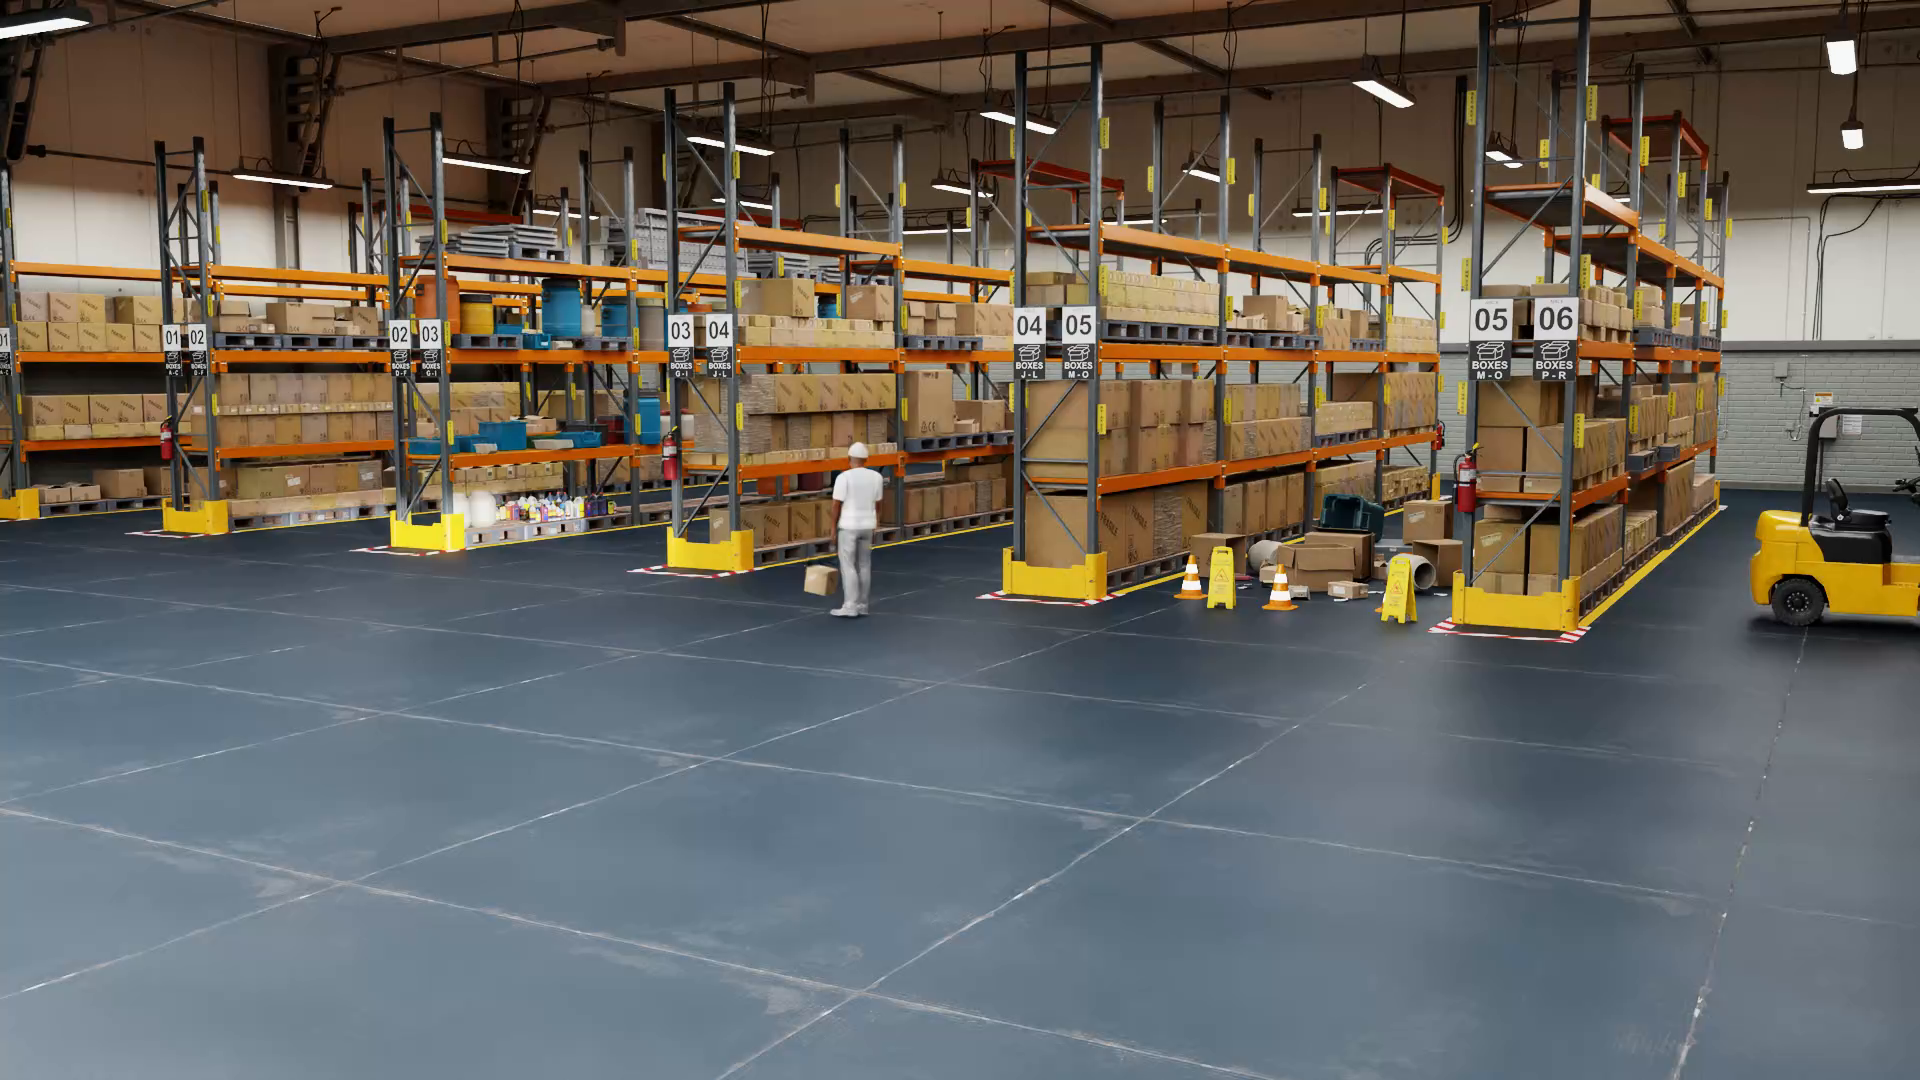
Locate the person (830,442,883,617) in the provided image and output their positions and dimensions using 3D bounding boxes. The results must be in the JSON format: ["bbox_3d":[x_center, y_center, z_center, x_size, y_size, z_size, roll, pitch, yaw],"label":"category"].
[{"bbox_3d":[-1.062,-0.109,17.025,0.580,1.776,0.431,-4,7,-33],"label":"person"}]
